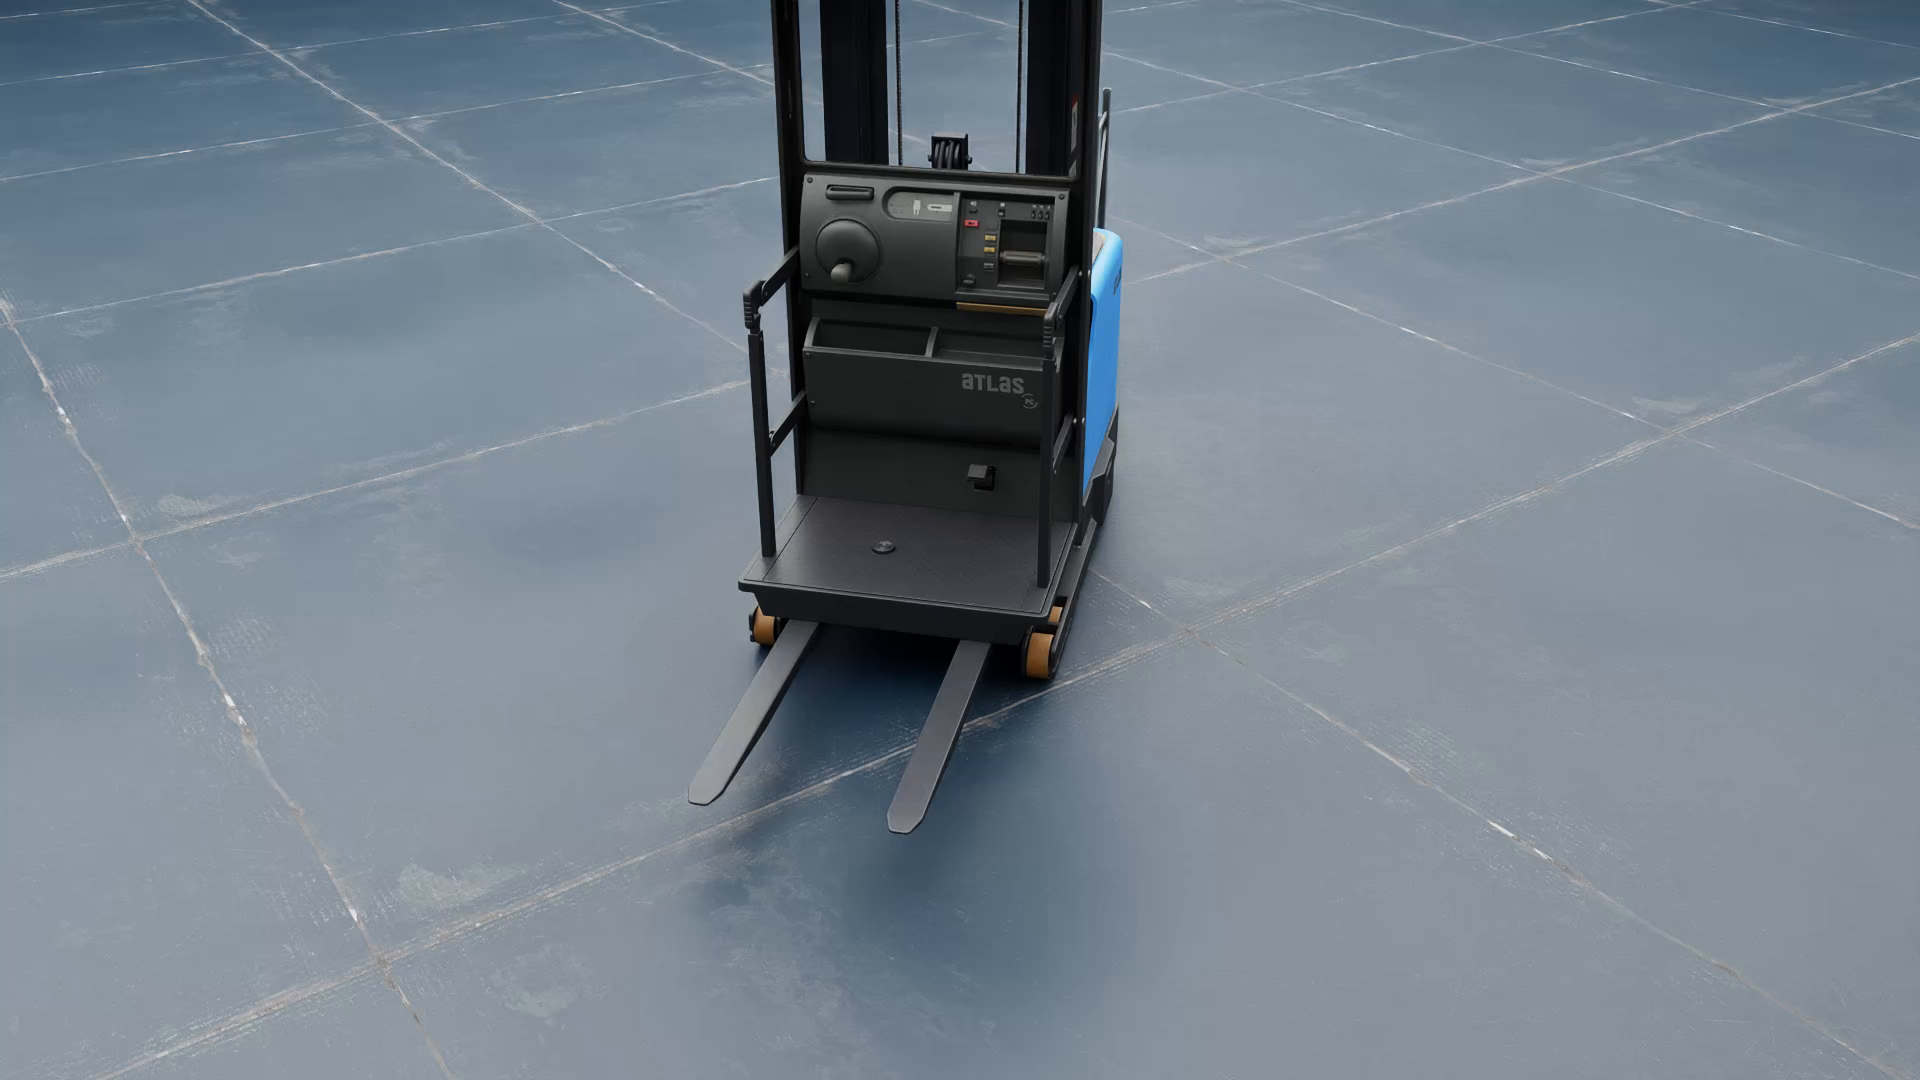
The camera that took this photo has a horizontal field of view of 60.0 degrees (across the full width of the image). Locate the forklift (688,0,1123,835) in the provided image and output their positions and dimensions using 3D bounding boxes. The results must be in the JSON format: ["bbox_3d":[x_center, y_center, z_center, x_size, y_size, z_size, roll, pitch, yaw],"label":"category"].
[{"bbox_3d":[-0.139,-0.994,5.510,1.130,2.935,3.031,6,29,11],"label":"forklift"}]

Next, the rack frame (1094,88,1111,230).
[{"bbox_3d":[0.595,-1.186,7.359,0.032,1.500,0.500,5,29,9],"label":"rack frame"}]

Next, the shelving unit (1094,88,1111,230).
[{"bbox_3d":[0.095,-1.230,7.439,1.048,1.500,0.538,5,29,9],"label":"shelving unit"}]
